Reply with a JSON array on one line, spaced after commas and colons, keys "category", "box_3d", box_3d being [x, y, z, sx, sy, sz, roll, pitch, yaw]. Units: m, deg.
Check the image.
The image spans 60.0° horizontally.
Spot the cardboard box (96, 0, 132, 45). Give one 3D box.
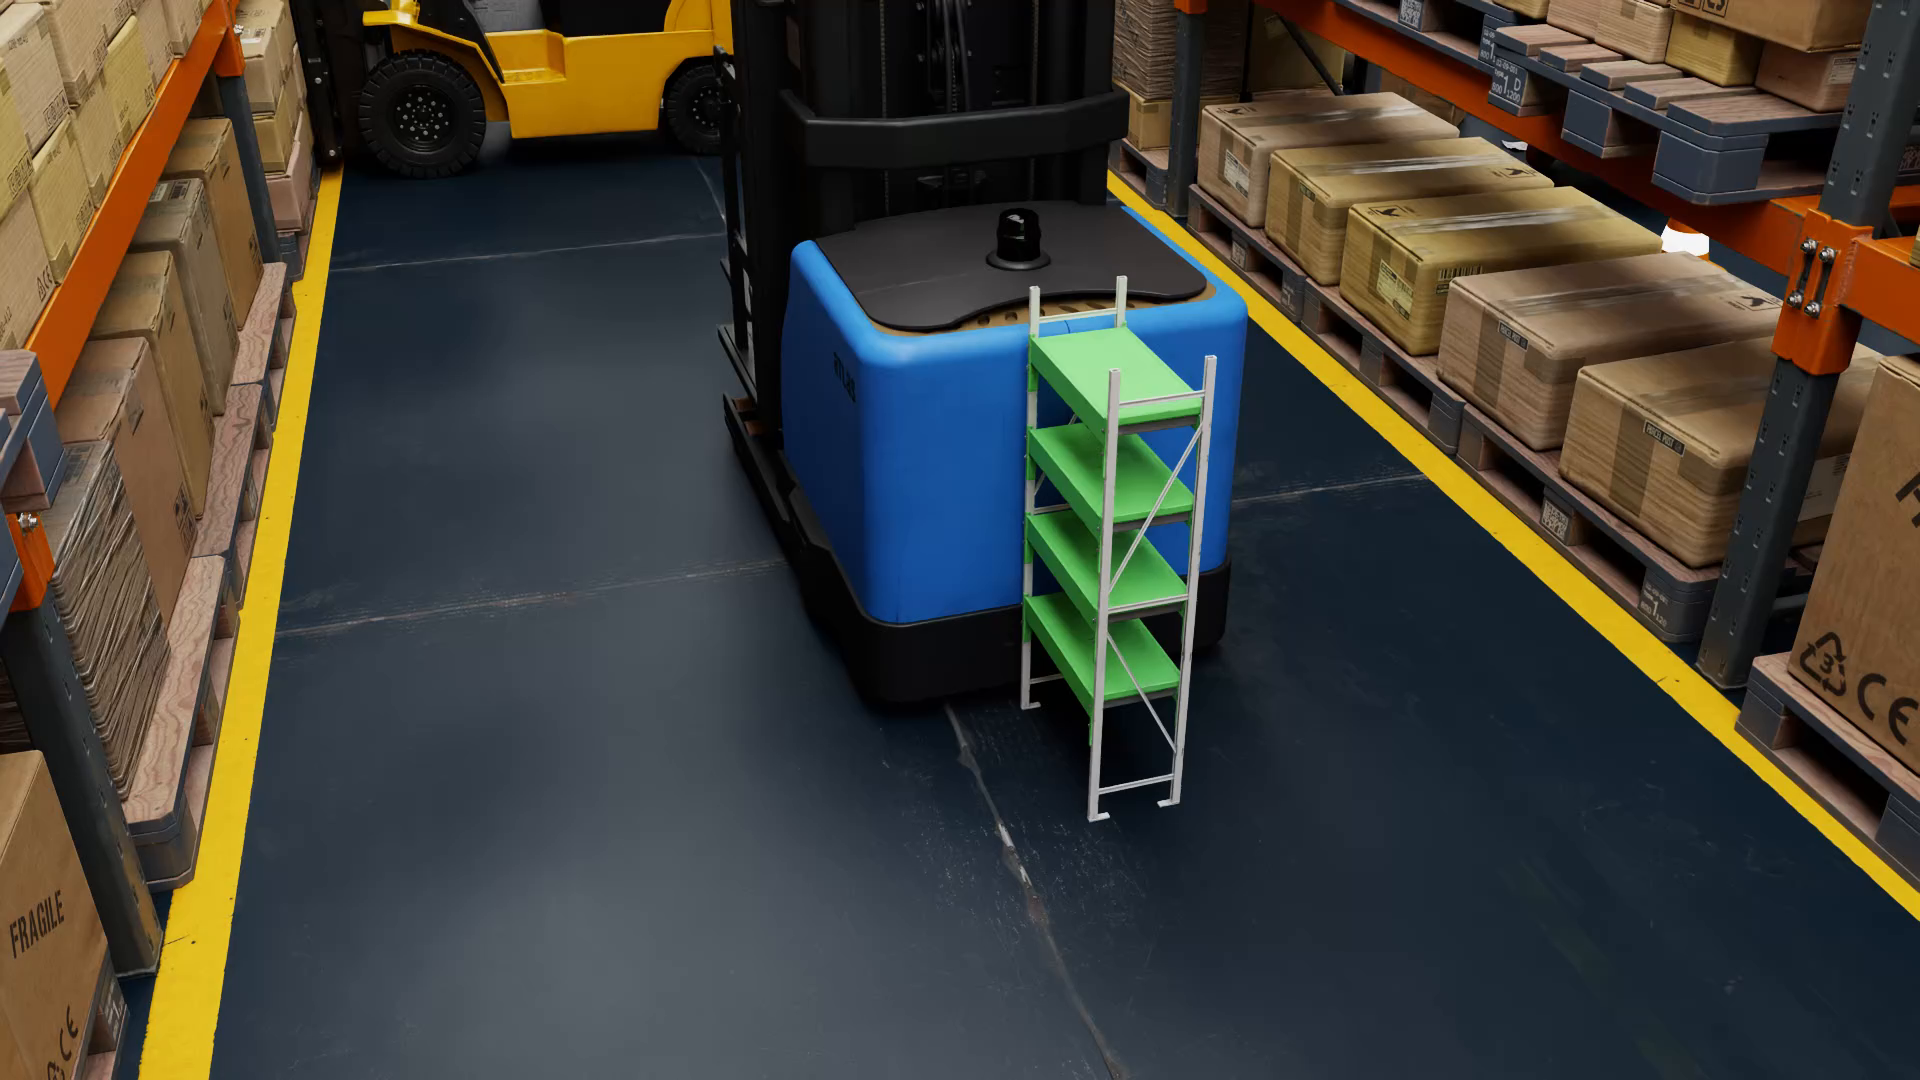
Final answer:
[{"category": "cardboard box", "box_3d": [-2.539, -1.454, 4.418, 0.500, 0.250, 0.500, -7, 31, -13]}]

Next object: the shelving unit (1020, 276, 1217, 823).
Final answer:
[{"category": "shelving unit", "box_3d": [0.353, 0.032, 3.997, 0.258, 1.200, 0.503, -9, 31, -15]}]

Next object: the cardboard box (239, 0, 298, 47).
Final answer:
[{"category": "cardboard box", "box_3d": [-3.401, -2.434, 7.788, 0.500, 0.250, 0.500, -7, 31, -12]}]

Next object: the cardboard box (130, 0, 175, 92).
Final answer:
[{"category": "cardboard box", "box_3d": [-2.679, -1.487, 4.975, 0.500, 0.250, 0.500, -8, 31, -13]}]

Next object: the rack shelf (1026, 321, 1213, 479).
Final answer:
[{"category": "rack shelf", "box_3d": [0.353, -0.328, 3.789, 0.258, 0.148, 0.480, -9, 31, -15]}]

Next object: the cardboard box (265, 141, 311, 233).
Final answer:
[{"category": "cardboard box", "box_3d": [-3.115, -1.516, 7.201, 0.500, 0.250, 0.500, -8, 31, -13]}]

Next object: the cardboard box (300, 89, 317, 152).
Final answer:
[{"category": "cardboard box", "box_3d": [-3.416, -2.006, 8.046, 0.500, 0.250, 0.500, -7, 31, -12]}]

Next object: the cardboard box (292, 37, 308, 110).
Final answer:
[{"category": "cardboard box", "box_3d": [-3.394, -2.217, 7.913, 0.500, 0.250, 0.500, -8, 31, -14]}]

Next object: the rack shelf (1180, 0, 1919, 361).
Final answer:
[{"category": "rack shelf", "box_3d": [2.010, -1.631, 5.792, 1.077, 0.370, 4.000, -8, 31, -13]}]

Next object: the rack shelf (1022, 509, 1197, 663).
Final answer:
[{"category": "rack shelf", "box_3d": [0.353, 0.087, 4.029, 0.258, 0.148, 0.480, -9, 31, -15]}]

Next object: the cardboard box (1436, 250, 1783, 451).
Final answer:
[{"category": "cardboard box", "box_3d": [2.197, -0.651, 5.584, 0.950, 0.372, 0.625, -8, 31, -14]}]

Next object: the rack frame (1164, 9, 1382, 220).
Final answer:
[{"category": "rack frame", "box_3d": [1.479, -2.909, 7.281, 1.000, 3.000, 0.127, -8, 31, -13]}]

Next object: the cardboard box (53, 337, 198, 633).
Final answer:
[{"category": "cardboard box", "box_3d": [-2.577, -0.087, 4.357, 0.875, 0.625, 0.625, -7, 31, -12]}]

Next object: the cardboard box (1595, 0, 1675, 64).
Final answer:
[{"category": "cardboard box", "box_3d": [1.976, -1.412, 4.528, 0.380, 0.149, 0.250, -8, 31, -14]}]

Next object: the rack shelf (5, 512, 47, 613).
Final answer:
[{"category": "rack shelf", "box_3d": [-1.713, 0.962, 1.311, 1.077, 0.370, 4.000, -8, 31, -13]}]

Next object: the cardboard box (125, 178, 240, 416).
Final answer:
[{"category": "cardboard box", "box_3d": [-2.958, -0.775, 5.545, 0.875, 0.625, 0.625, -8, 31, -14]}]

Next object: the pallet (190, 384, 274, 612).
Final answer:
[{"category": "pallet", "box_3d": [-2.745, -0.099, 5.211, 1.003, 0.211, 1.213, -8, 31, -13]}]

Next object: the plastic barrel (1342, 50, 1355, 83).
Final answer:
[{"category": "plastic barrel", "box_3d": [2.425, -2.929, 9.888, 0.512, 0.421, 0.421, 13, 32, 21]}]

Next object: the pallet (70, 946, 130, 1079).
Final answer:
[{"category": "pallet", "box_3d": [-2.082, 1.257, 2.867, 1.003, 0.211, 1.213, -8, 31, -13]}]

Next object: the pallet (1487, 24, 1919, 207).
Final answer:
[{"category": "pallet", "box_3d": [2.249, -1.224, 4.562, 1.213, 0.211, 1.003, -8, 31, -13]}]

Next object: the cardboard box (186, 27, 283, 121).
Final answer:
[{"category": "cardboard box", "box_3d": [-3.132, -1.947, 6.947, 0.500, 0.250, 0.500, -8, 31, -14]}]

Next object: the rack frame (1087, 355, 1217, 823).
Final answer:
[{"category": "rack frame", "box_3d": [0.428, 0.148, 3.796, 0.240, 1.200, 0.015, -9, 31, -15]}]

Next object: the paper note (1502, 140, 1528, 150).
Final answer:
[{"category": "paper note", "box_3d": [2.983, -2.107, 8.859, 0.148, 0.019, 0.142, -8, 31, -13]}]

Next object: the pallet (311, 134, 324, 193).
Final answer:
[{"category": "pallet", "box_3d": [-3.804, -2.020, 8.529, 1.003, 0.211, 1.213, -8, 31, -13]}]

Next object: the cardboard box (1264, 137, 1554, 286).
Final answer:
[{"category": "cardboard box", "box_3d": [1.815, -1.353, 6.798, 0.950, 0.372, 0.625, -6, 31, -10]}]

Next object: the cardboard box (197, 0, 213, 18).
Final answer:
[{"category": "cardboard box", "box_3d": [-2.920, -1.973, 5.815, 0.500, 0.250, 0.500, -7, 31, -12]}]

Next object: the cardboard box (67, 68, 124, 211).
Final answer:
[{"category": "cardboard box", "box_3d": [-2.398, -0.988, 4.113, 0.500, 0.250, 0.500, -9, 31, -15]}]

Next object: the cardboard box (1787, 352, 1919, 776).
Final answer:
[{"category": "cardboard box", "box_3d": [2.644, 0.106, 3.775, 0.875, 0.875, 0.875, -8, 31, -14]}]

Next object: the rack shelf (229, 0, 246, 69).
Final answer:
[{"category": "rack shelf", "box_3d": [-3.837, -2.902, 7.987, 1.077, 0.370, 4.000, -8, 31, -13]}]

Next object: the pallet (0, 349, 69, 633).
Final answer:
[{"category": "pallet", "box_3d": [-1.996, 0.086, 2.299, 1.213, 0.211, 1.003, -8, 31, -13]}]

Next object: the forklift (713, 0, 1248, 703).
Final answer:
[{"category": "forklift", "box_3d": [-0.191, -1.567, 5.031, 1.130, 2.935, 3.031, -9, 31, -15]}]

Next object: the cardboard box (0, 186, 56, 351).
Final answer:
[{"category": "cardboard box", "box_3d": [-2.126, -0.497, 3.264, 0.500, 0.250, 0.500, -8, 31, -13]}]

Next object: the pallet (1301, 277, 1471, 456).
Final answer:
[{"category": "pallet", "box_3d": [2.014, -0.736, 6.310, 1.003, 0.211, 1.213, -8, 31, -13]}]

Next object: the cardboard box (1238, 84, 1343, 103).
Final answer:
[{"category": "cardboard box", "box_3d": [1.583, -2.221, 8.419, 0.500, 0.250, 0.500, -9, 31, -16]}]

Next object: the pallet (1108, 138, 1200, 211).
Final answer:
[{"category": "pallet", "box_3d": [1.267, -2.022, 8.532, 1.003, 0.211, 1.213, -8, 31, -13]}]

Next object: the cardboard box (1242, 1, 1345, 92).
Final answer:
[{"category": "cardboard box", "box_3d": [1.583, -2.546, 8.231, 0.500, 0.500, 0.500, -6, 31, -11]}]

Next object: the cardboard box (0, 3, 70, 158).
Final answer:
[{"category": "cardboard box", "box_3d": [-2.258, -0.955, 3.557, 0.500, 0.250, 0.500, -7, 31, -12]}]

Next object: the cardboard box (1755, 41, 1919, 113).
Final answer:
[{"category": "cardboard box", "box_3d": [2.227, -1.177, 4.121, 0.380, 0.149, 0.250, -7, 31, -11]}]

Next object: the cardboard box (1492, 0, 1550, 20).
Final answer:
[{"category": "cardboard box", "box_3d": [1.830, -1.666, 4.966, 0.380, 0.149, 0.250, -7, 31, -12]}]

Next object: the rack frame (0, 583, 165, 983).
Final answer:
[{"category": "rack frame", "box_3d": [-2.244, -0.315, 2.800, 1.000, 3.000, 0.127, -8, 31, -13]}]

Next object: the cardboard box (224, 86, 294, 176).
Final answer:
[{"category": "cardboard box", "box_3d": [-3.136, -1.730, 7.071, 0.500, 0.250, 0.500, -8, 31, -14]}]

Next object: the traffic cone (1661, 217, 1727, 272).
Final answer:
[{"category": "traffic cone", "box_3d": [3.158, -1.398, 7.203, 0.336, 0.463, 0.334, -8, 31, -13]}]

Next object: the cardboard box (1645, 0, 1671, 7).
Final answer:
[{"category": "cardboard box", "box_3d": [2.004, -1.761, 4.483, 0.500, 0.500, 0.500, -8, 31, -14]}]
